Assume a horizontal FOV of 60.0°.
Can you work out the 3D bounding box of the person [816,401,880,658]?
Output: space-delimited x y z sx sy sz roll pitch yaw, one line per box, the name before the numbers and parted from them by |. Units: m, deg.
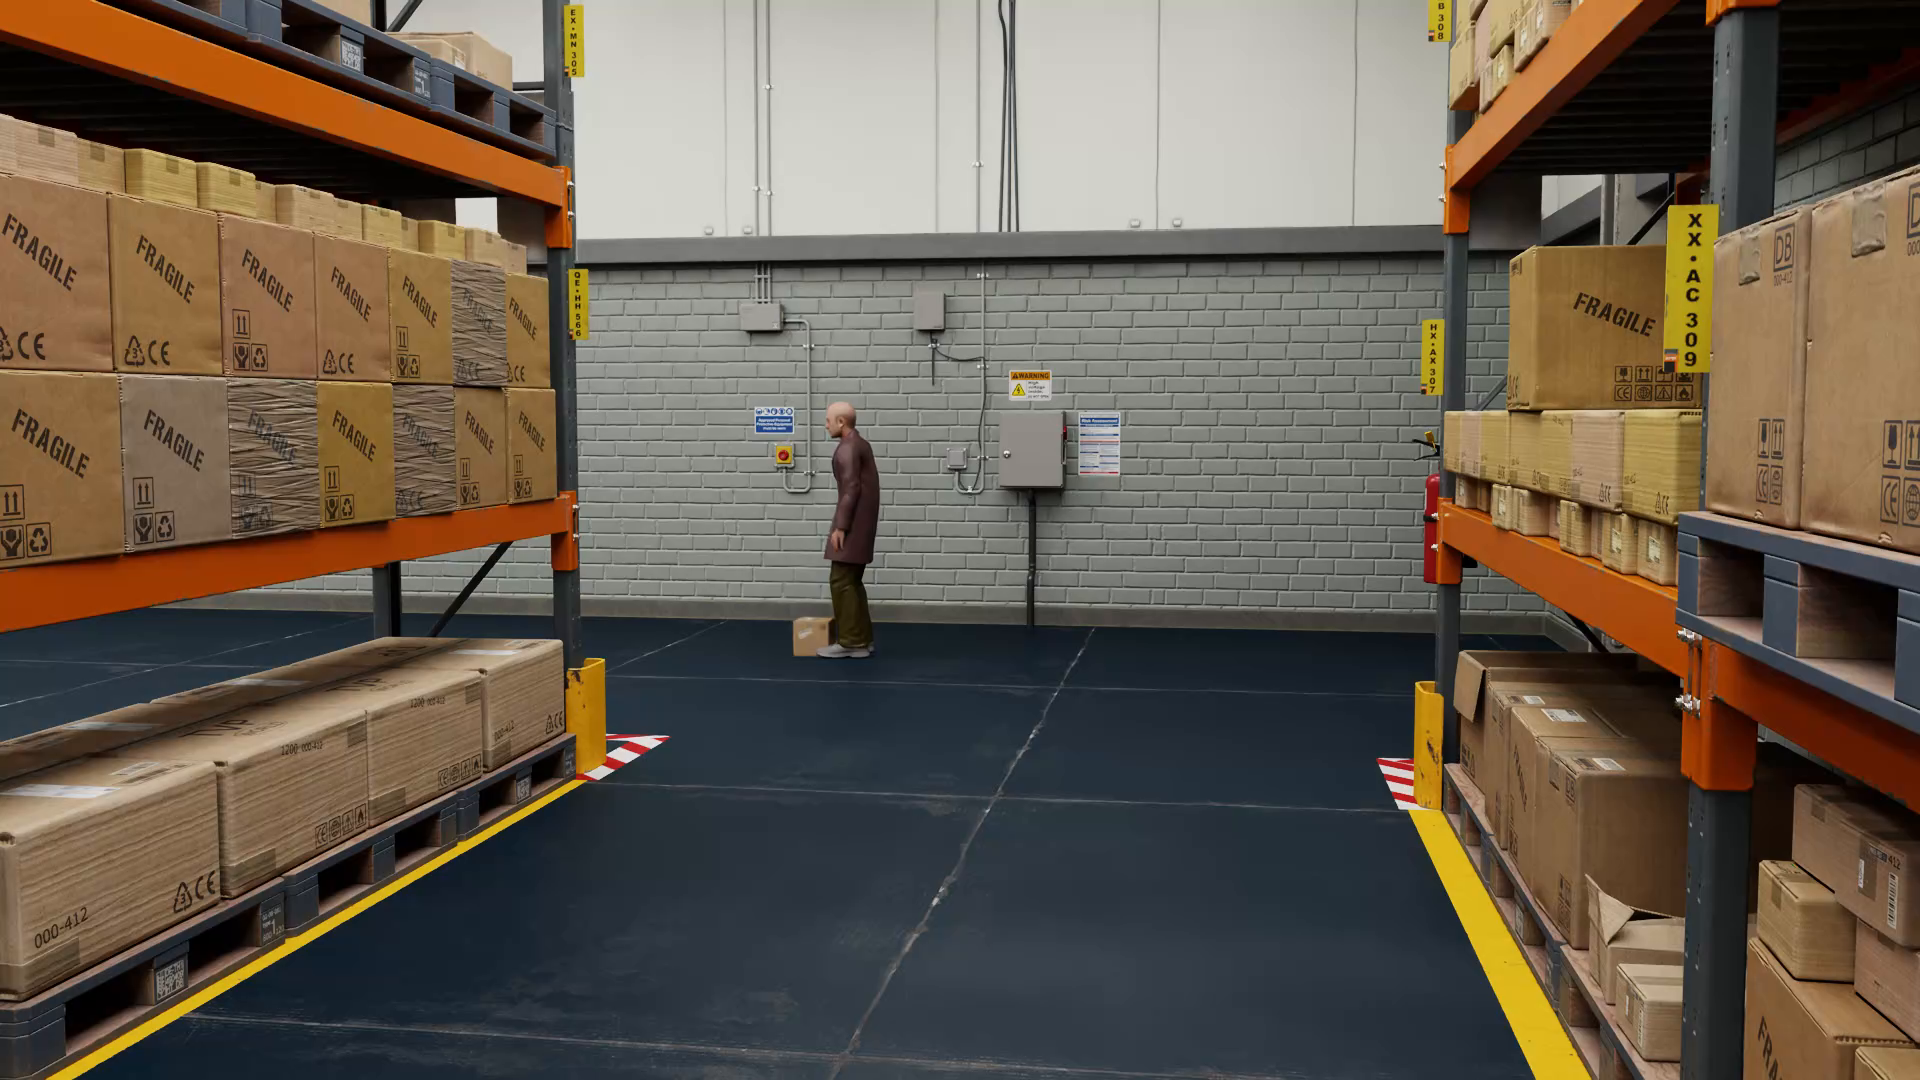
person | -0.773 -0.076 11.590 0.427 1.773 0.631 0 4 6
